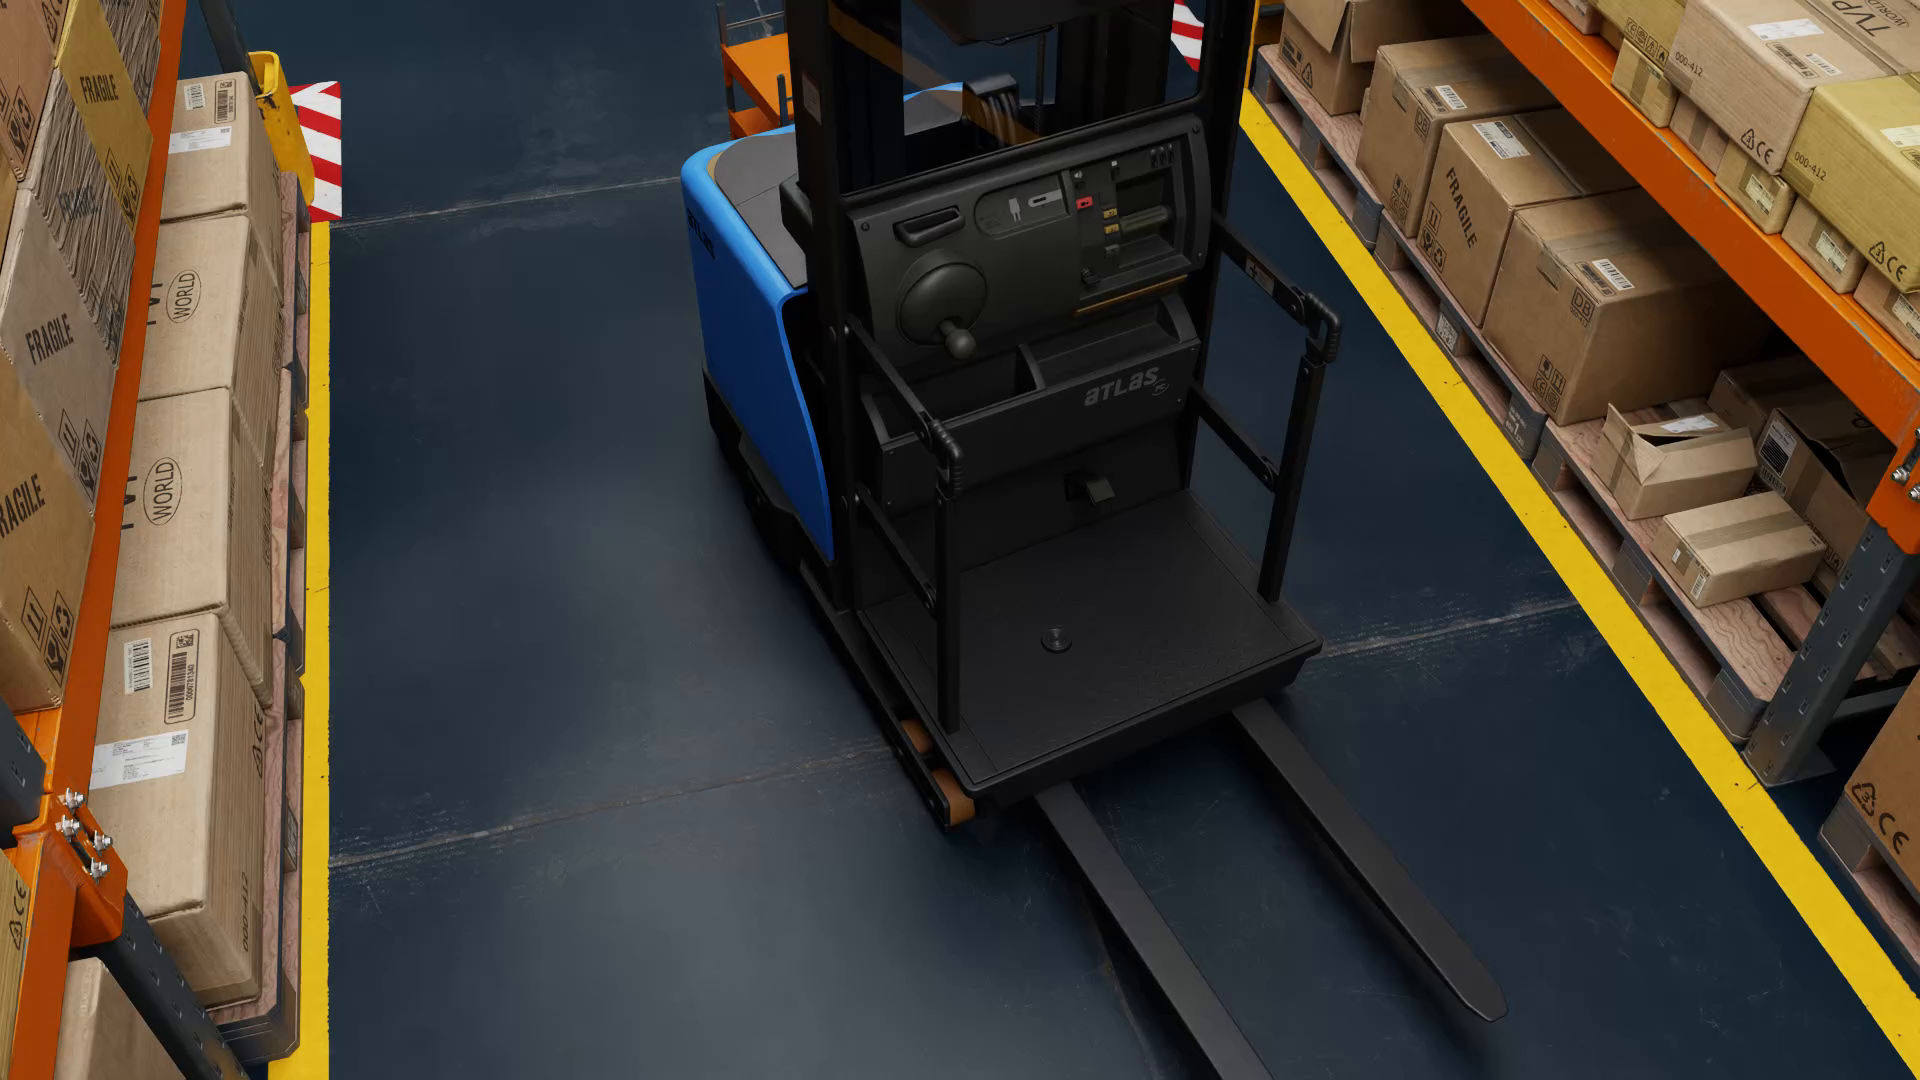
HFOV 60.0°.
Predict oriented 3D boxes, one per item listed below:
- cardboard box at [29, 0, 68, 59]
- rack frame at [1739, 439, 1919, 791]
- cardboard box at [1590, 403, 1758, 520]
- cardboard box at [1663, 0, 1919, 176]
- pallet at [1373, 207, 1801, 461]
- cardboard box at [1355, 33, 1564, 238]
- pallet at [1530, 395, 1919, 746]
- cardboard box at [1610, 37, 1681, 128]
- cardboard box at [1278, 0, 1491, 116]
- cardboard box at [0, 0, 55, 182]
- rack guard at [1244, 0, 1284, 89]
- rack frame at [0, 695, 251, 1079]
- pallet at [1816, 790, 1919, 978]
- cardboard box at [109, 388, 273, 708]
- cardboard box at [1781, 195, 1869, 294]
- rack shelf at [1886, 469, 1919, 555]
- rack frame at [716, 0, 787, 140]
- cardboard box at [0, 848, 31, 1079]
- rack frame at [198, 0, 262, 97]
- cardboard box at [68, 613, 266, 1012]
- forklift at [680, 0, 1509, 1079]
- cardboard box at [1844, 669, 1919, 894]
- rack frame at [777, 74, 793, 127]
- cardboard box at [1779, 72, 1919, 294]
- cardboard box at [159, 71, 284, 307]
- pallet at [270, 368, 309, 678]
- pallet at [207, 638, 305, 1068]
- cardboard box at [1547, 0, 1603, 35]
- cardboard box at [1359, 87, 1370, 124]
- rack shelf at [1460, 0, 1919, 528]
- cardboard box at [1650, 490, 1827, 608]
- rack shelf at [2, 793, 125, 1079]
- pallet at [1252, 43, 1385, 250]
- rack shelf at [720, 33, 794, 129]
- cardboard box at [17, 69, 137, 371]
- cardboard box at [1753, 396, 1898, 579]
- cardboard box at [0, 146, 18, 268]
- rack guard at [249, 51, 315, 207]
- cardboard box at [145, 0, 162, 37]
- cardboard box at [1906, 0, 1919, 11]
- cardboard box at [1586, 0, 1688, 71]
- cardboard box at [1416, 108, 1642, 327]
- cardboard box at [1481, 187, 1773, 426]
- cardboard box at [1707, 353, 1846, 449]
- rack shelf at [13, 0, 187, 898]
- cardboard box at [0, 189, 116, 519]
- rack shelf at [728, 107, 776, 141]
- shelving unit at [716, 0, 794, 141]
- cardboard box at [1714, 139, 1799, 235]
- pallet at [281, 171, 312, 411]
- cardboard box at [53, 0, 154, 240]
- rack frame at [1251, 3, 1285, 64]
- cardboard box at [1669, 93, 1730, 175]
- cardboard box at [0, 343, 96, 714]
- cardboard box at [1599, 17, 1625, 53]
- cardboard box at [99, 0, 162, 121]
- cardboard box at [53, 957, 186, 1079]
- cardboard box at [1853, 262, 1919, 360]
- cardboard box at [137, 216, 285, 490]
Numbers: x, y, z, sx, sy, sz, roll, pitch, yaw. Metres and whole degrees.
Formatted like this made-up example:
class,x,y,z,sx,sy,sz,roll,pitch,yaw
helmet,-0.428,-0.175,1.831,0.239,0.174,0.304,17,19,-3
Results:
class,x,y,z,sx,sy,sz,roll,pitch,yaw
cardboard box,-2.373,-1.398,3.749,0.500,0.500,0.500,-11,47,-11
rack frame,2.682,-0.496,3.635,1.000,3.000,0.127,-11,47,-10
cardboard box,2.164,-0.263,5.028,0.396,0.266,0.258,-9,46,-9
cardboard box,2.173,-1.197,4.220,0.500,0.250,0.500,-11,47,-10
pallet,2.191,-0.838,5.923,1.003,0.211,1.213,-11,47,-10
cardboard box,1.904,-1.492,6.068,0.700,0.500,0.500,-9,46,-9
pallet,2.507,0.006,5.096,1.003,0.211,1.213,-11,47,-10
cardboard box,2.045,-1.290,4.590,0.380,0.149,0.250,-11,47,-11
cardboard box,1.723,-2.091,6.653,0.797,0.503,0.637,-12,47,-12
cardboard box,-2.246,-1.049,3.408,0.500,0.500,0.500,-10,46,-10
rack guard,1.678,-2.330,7.183,1.175,0.500,0.348,-11,47,-10
rack frame,-2.112,0.414,2.744,0.949,2.616,0.053,-11,47,-10
pallet,2.927,1.035,4.088,1.003,0.211,1.213,-11,47,-10
cardboard box,-2.402,0.093,4.558,0.875,0.438,0.875,-12,47,-11
cardboard box,2.269,-0.757,4.068,0.380,0.149,0.250,-10,46,-9
rack shelf,3.194,1.137,2.539,1.077,0.370,4.000,-11,47,-10
rack frame,-0.656,-1.299,5.683,0.240,1.200,0.015,-20,49,-19
cardboard box,-1.757,0.731,2.539,0.500,0.250,0.500,-12,47,-11
rack frame,-3.139,-2.347,5.450,1.000,3.000,0.127,-11,47,-10
cardboard box,-2.172,0.711,3.953,0.875,0.438,0.875,-11,47,-11
forklift,0.288,-0.625,3.811,1.130,2.935,3.031,-20,49,-19
cardboard box,2.588,0.607,4.011,0.500,0.500,0.500,-9,46,-9
rack frame,-0.432,-0.989,5.379,0.240,1.200,0.015,-20,49,-19
cardboard box,2.316,-0.854,3.884,0.500,0.250,0.500,-10,46,-9
cardboard box,-2.874,-1.160,5.786,0.875,0.438,0.875,-12,47,-12
pallet,-2.550,0.007,5.095,1.003,0.211,1.213,-11,47,-10
pallet,-2.234,0.851,4.268,1.003,0.211,1.213,-11,47,-10
cardboard box,1.979,-1.650,4.943,0.380,0.149,0.250,-11,47,-10
cardboard box,1.794,-1.666,6.485,0.380,0.149,0.250,-12,47,-12
rack shelf,2.170,-1.625,5.246,1.077,0.370,4.000,-11,47,-10
cardboard box,2.256,0.024,4.828,0.380,0.149,0.250,-12,47,-12
rack shelf,-1.603,2.047,1.647,1.077,0.370,4.000,-11,47,-10
pallet,1.883,-1.678,6.747,1.003,0.211,1.213,-11,47,-10
rack shelf,-0.544,-1.419,5.250,0.258,0.148,0.480,-20,49,-19
cardboard box,-2.228,-0.685,3.751,0.500,0.500,0.500,-10,47,-10
cardboard box,2.741,-0.201,4.935,0.500,0.311,0.500,-9,46,-9
cardboard box,-2.126,-0.693,3.059,0.500,0.500,0.500,-11,47,-11
rack guard,-3.145,-1.489,6.359,1.175,0.500,0.348,-11,47,-10
cardboard box,-2.646,-1.748,4.793,0.500,0.500,0.500,-12,47,-11
cardboard box,2.681,-1.283,4.304,0.500,0.250,0.500,-11,47,-11
cardboard box,2.058,-1.544,4.560,0.500,0.250,0.500,-11,47,-11
cardboard box,1.943,-1.109,5.693,0.500,0.500,0.500,-10,46,-10
cardboard box,2.170,-0.776,5.366,0.700,0.500,0.500,-12,47,-12
cardboard box,2.630,-0.443,5.286,0.380,0.149,0.250,-11,47,-11
rack shelf,-2.627,-0.714,4.354,1.077,0.370,4.000,-11,47,-10
cardboard box,-2.107,-0.340,3.413,0.500,0.500,0.500,-10,47,-10
rack shelf,-0.544,-1.253,5.419,0.258,0.148,0.480,-20,49,-19
shelving unit,-0.544,-1.144,5.531,0.258,1.200,0.503,-20,49,-19
cardboard box,2.179,-0.932,4.239,0.380,0.149,0.250,-10,46,-9
pallet,-2.859,-0.833,5.919,1.003,0.211,1.213,-11,47,-10
cardboard box,-2.360,-1.041,4.100,0.500,0.500,0.500,-9,46,-9
rack frame,1.658,-3.257,6.342,1.000,3.000,0.127,-11,47,-10
cardboard box,2.138,-1.118,4.422,0.380,0.149,0.250,-10,46,-9
cardboard box,-1.982,0.008,3.072,0.500,0.500,0.500,-9,46,-9
cardboard box,2.087,-1.488,4.784,0.380,0.149,0.250,-10,46,-10
cardboard box,-2.505,-1.395,4.447,0.500,0.500,0.500,-9,46,-9
cardboard box,-1.879,1.425,2.947,0.875,0.875,0.875,-9,46,-9
cardboard box,2.356,-0.582,3.896,0.380,0.149,0.250,-10,46,-10
cardboard box,-2.631,-0.530,5.169,0.875,0.438,0.875,-10,46,-9
